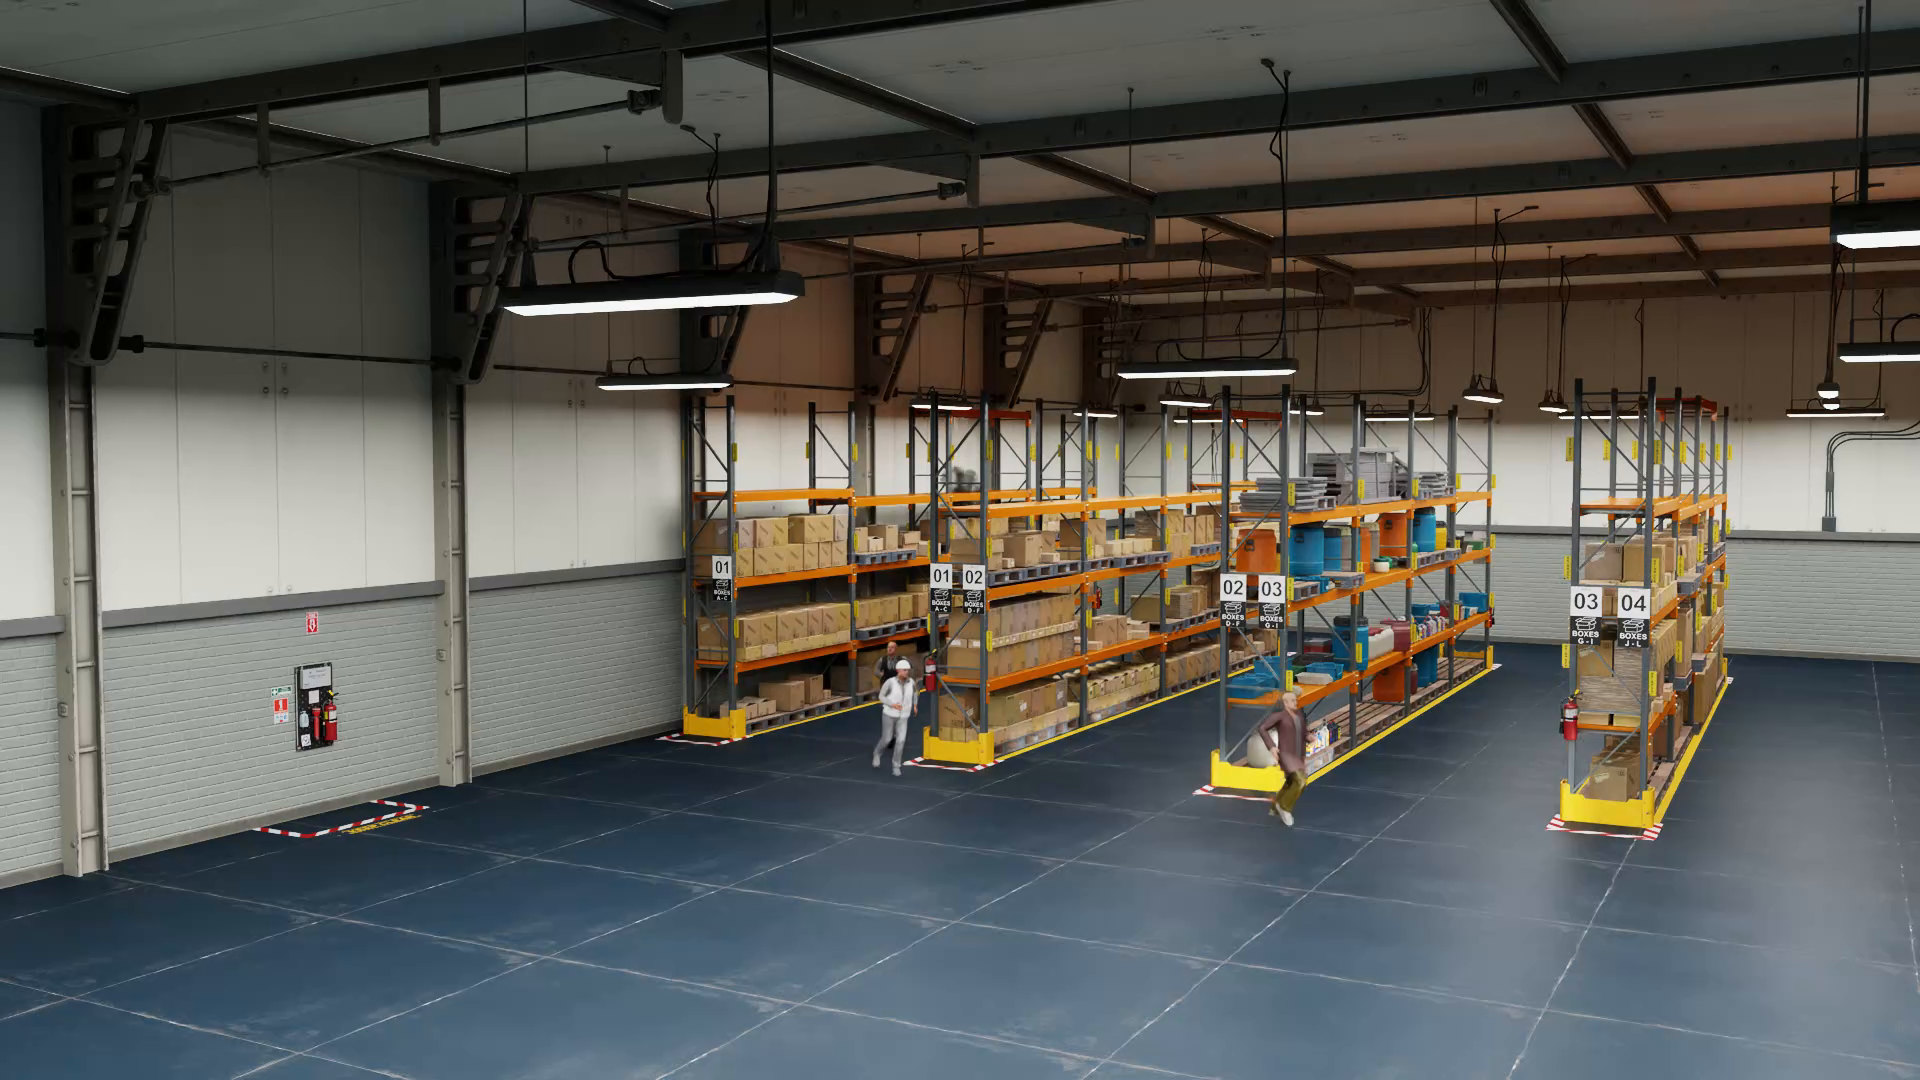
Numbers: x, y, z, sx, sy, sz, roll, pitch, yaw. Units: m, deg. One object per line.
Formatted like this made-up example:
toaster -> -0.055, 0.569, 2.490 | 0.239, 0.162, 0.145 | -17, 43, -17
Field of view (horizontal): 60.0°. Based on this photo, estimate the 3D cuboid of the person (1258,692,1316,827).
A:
person -> 4.450, 2.941, 22.335 | 0.674, 1.784, 0.756 | -3, 4, -44

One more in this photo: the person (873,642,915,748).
person -> -1.149, 2.628, 28.563 | 0.658, 1.775, 0.828 | 1, 3, 20

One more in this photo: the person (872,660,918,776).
person -> -0.972, 2.770, 26.128 | 0.716, 1.801, 0.838 | -1, 3, -24
